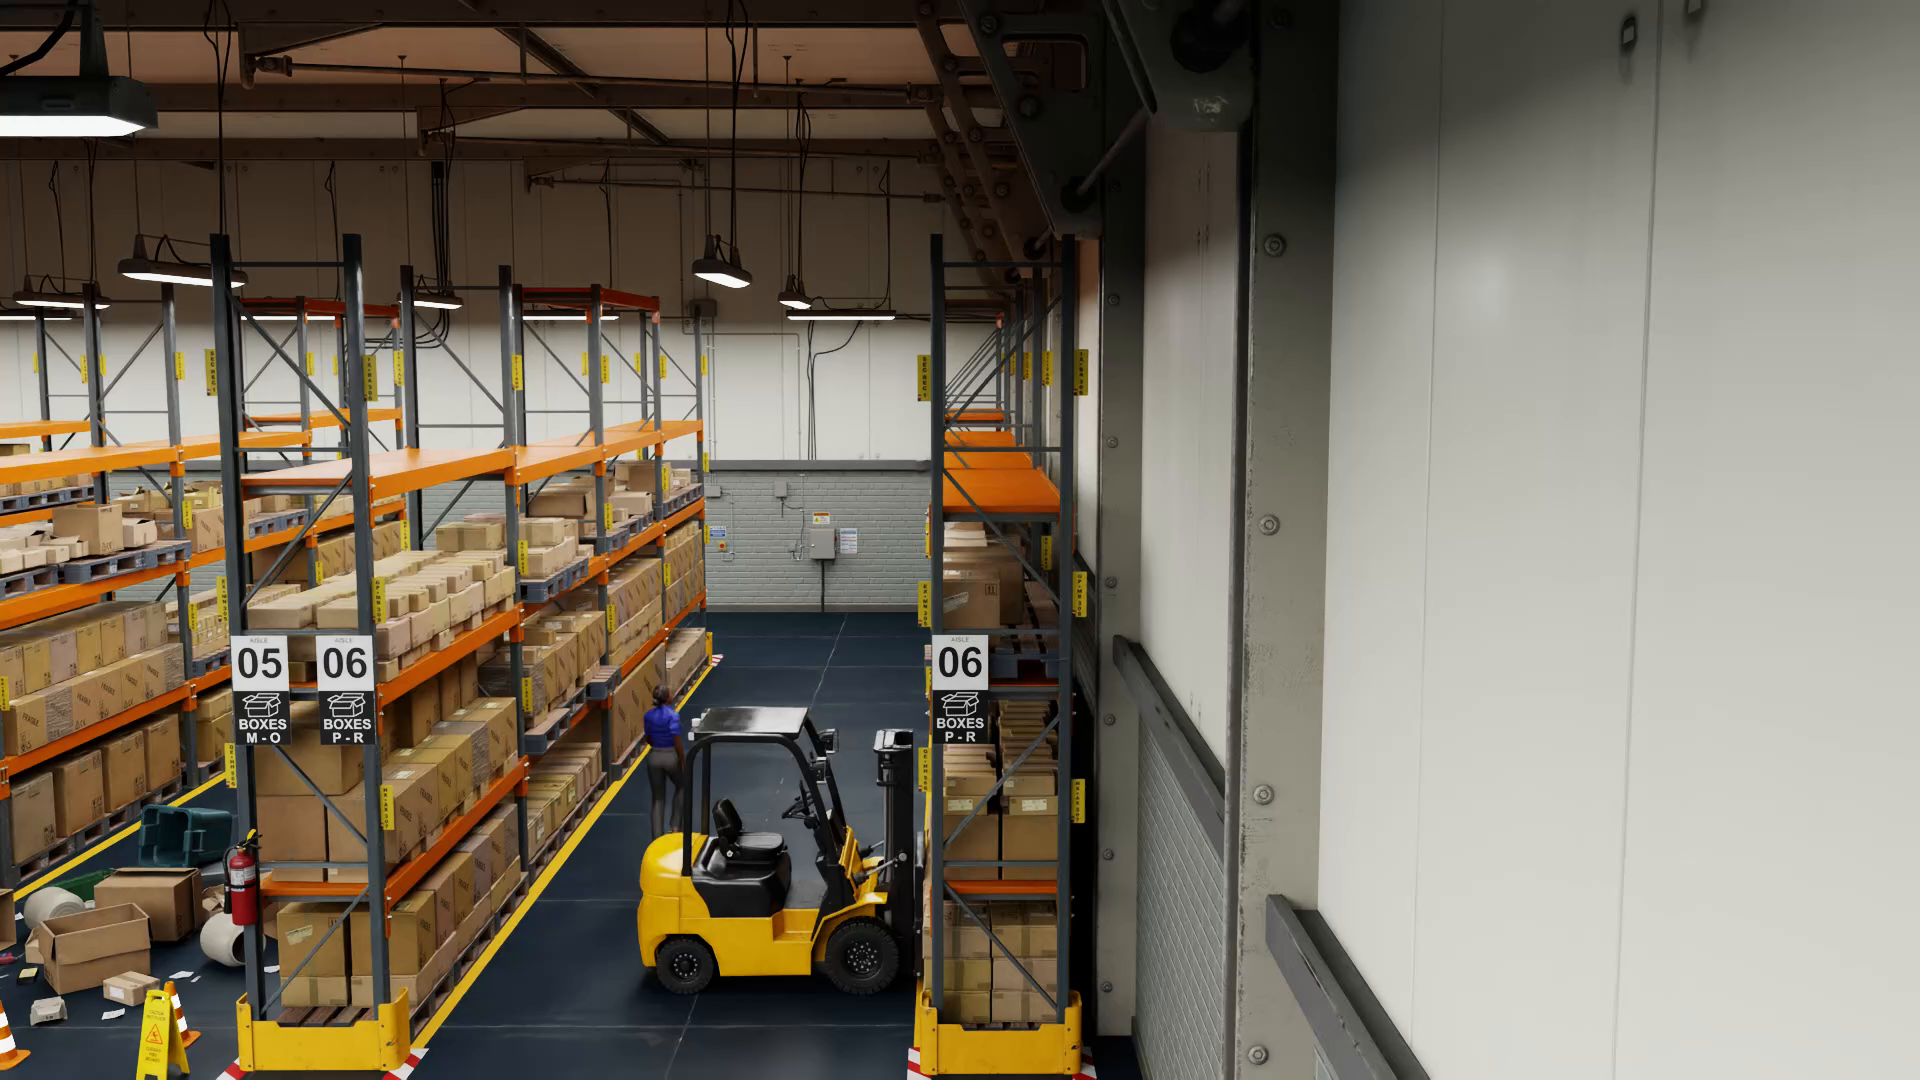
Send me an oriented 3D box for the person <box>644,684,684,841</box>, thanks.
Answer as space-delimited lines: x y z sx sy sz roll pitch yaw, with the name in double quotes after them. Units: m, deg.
-2.972 2.290 16.845 0.475 1.688 0.767 0 6 4 "person"
